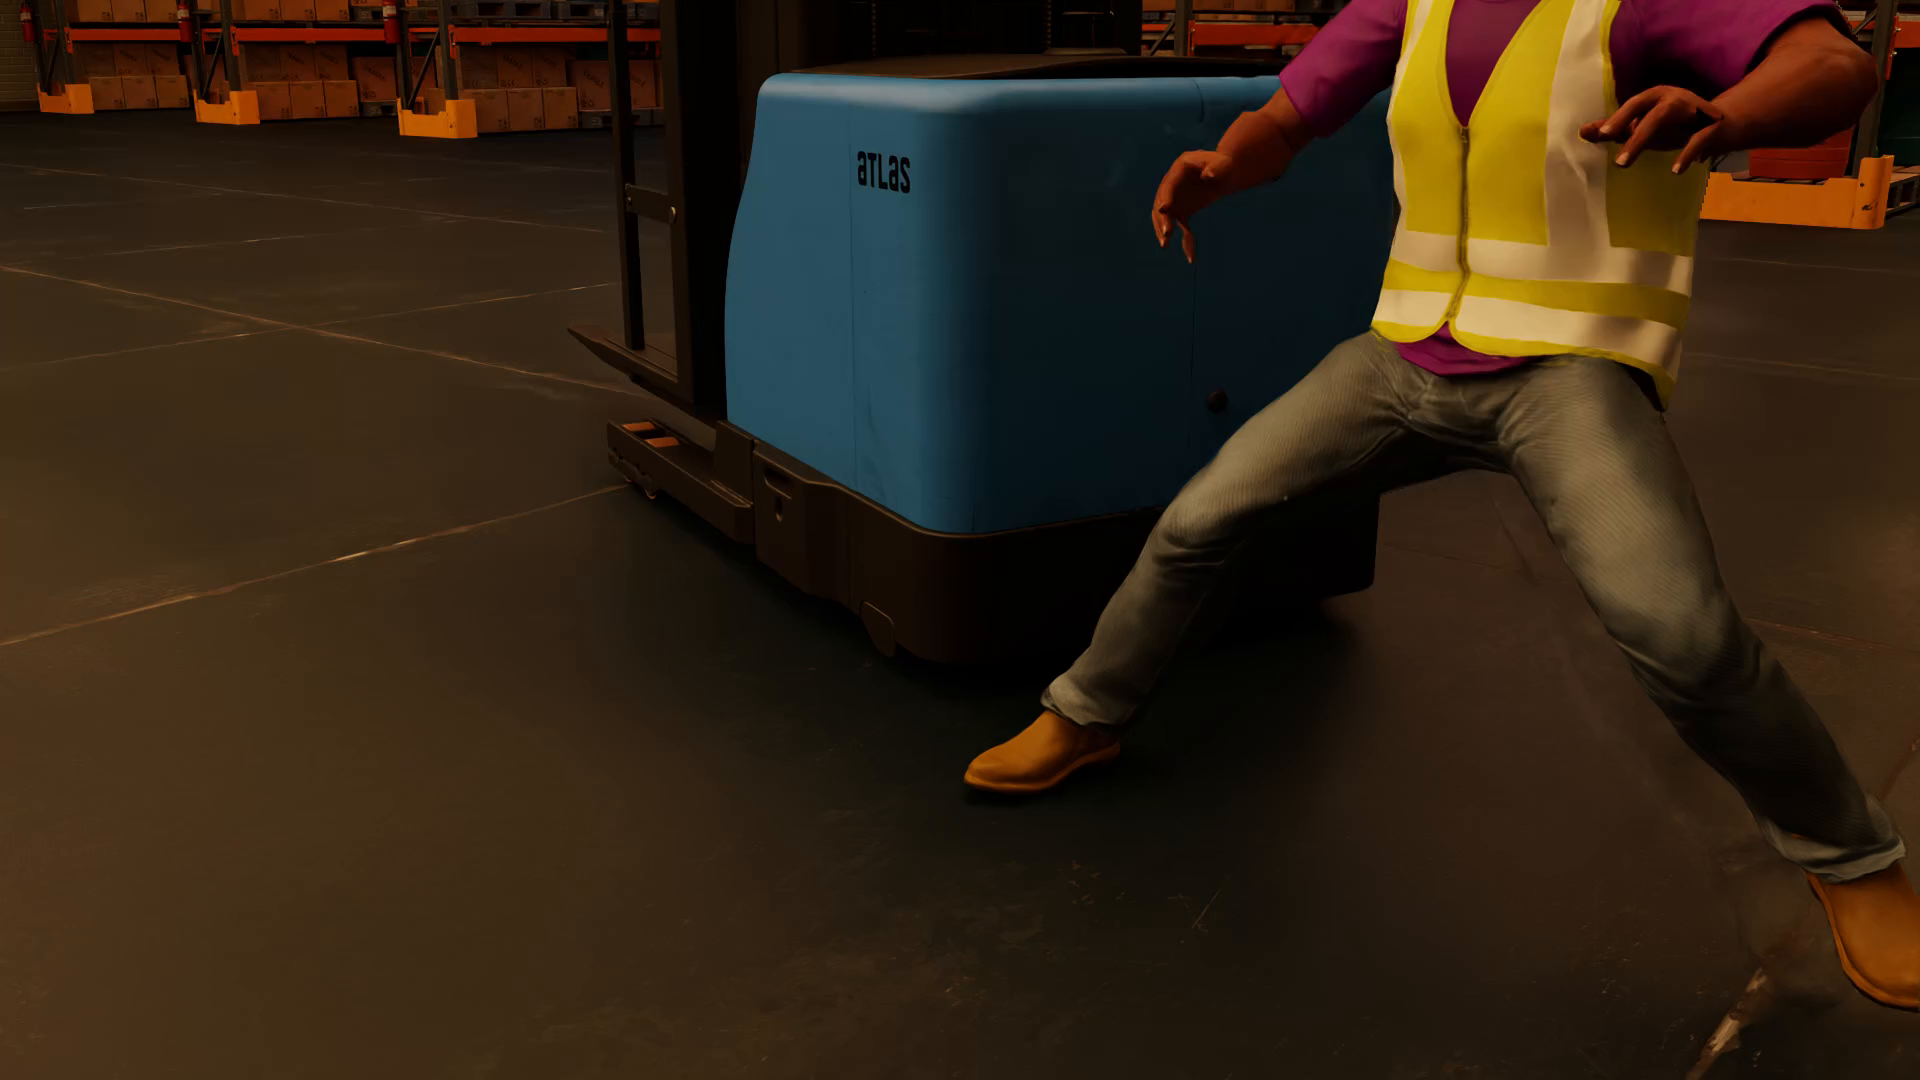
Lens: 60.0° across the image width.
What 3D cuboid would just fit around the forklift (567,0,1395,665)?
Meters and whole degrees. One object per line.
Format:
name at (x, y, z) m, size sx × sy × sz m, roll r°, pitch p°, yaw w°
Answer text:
forklift at (-0.288, -1.559, 4.031) m, size 1.130 × 2.935 × 3.031 m, roll -9°, pitch 19°, yaw -27°

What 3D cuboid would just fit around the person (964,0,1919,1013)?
person at (0.644, -0.259, 2.139) m, size 0.743 × 1.542 × 1.279 m, roll -12°, pitch 20°, yaw -34°
